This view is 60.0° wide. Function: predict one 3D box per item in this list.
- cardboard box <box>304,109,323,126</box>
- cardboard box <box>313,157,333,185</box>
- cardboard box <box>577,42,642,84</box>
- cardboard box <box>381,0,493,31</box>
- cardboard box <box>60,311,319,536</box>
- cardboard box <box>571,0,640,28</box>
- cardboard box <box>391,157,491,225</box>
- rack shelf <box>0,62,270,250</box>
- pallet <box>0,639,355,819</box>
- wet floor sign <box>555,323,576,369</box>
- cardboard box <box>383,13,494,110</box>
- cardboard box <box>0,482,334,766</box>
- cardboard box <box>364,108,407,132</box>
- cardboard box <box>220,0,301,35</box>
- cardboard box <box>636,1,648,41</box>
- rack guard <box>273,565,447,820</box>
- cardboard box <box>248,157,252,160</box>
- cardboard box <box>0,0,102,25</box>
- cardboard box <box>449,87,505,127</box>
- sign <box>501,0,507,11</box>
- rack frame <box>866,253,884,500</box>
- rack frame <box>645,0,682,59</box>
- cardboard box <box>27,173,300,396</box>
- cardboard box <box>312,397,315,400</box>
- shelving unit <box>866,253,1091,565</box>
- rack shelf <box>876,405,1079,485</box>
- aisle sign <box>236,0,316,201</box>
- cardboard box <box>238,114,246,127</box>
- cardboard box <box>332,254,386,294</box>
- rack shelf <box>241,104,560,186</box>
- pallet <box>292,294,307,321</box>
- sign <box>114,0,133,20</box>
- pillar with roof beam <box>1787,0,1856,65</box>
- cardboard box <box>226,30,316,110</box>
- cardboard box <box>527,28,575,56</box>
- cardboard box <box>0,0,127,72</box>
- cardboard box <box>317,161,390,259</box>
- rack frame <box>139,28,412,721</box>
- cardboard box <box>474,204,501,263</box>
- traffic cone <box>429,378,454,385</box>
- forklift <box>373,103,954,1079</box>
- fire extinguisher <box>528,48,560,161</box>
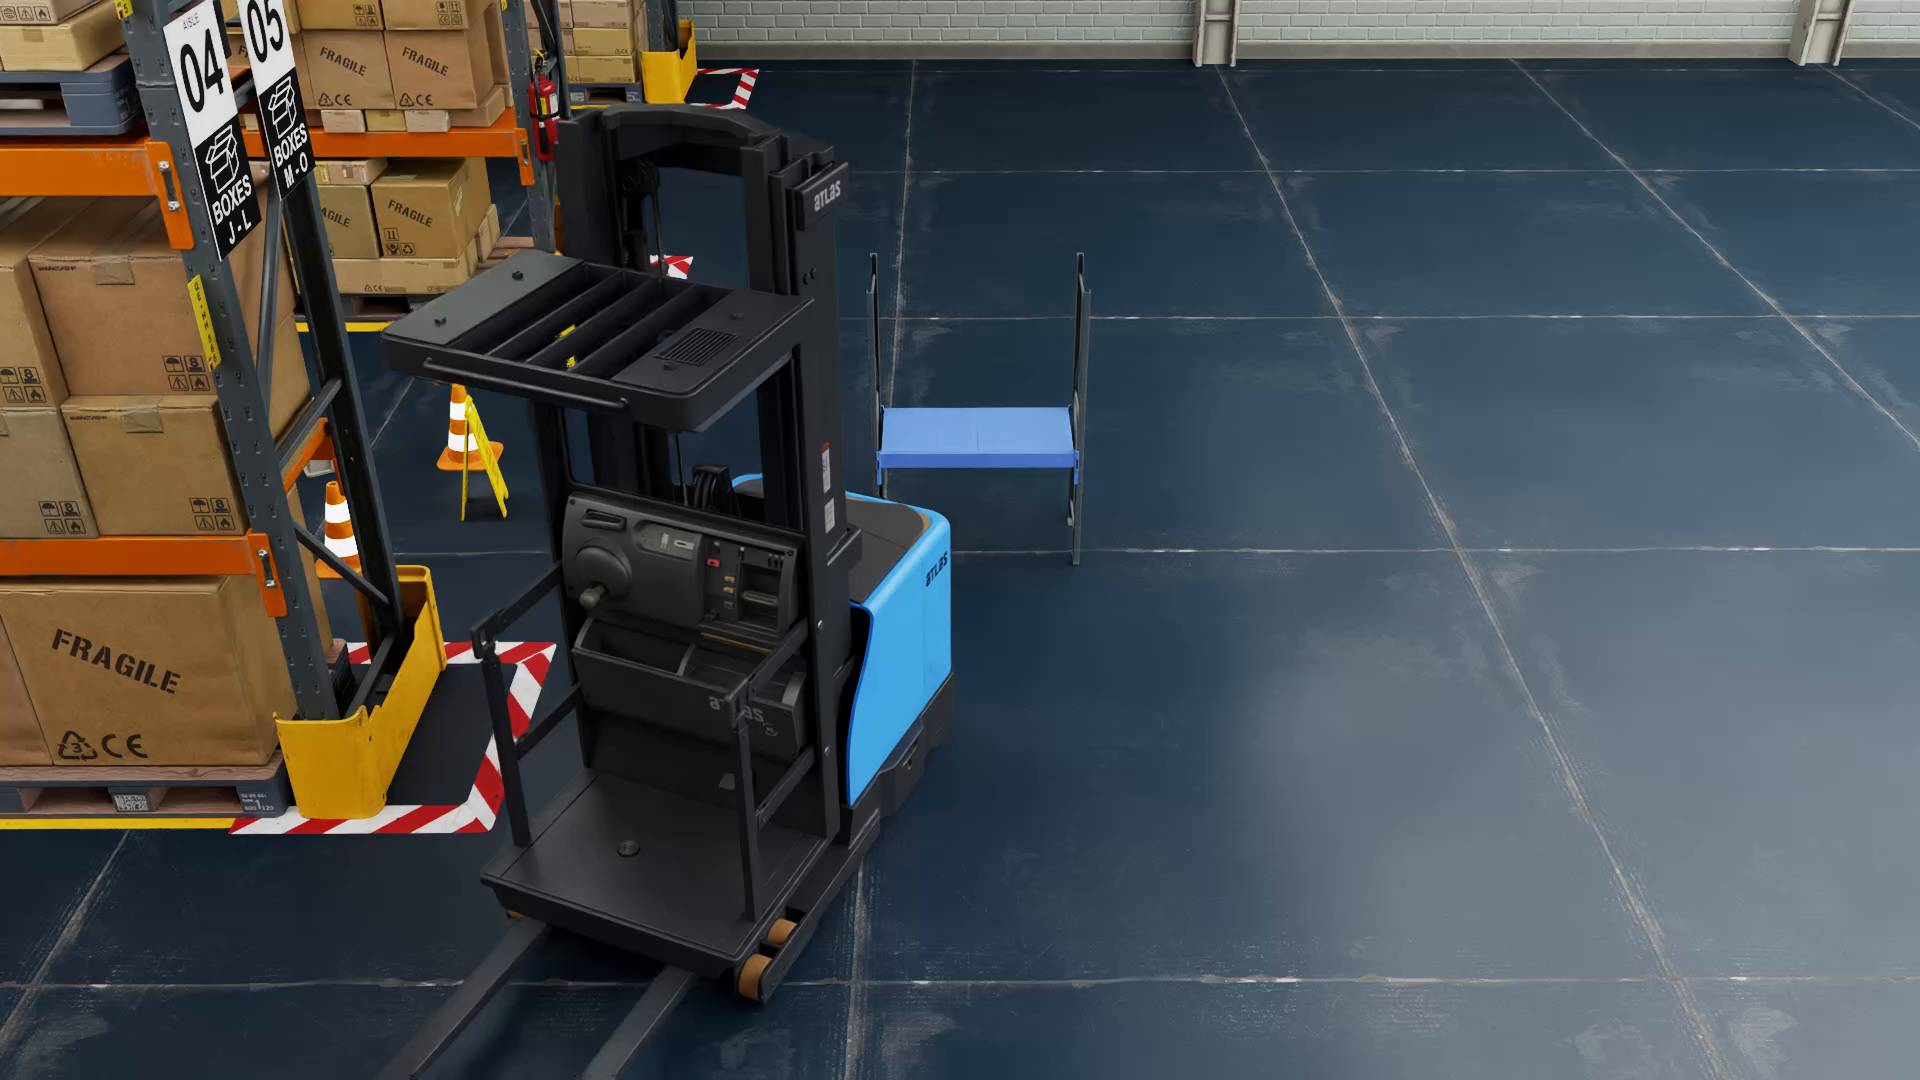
[{"bbox_3d":[-4.126,-2.790,10.699,0.250,0.149,0.380,0,31,0],"label":"cardboard box"},{"bbox_3d":[-4.147,-2.431,10.763,0.250,0.149,0.380,0,31,1],"label":"cardboard box"},{"bbox_3d":[-3.231,-4.415,15.381,0.500,0.250,0.500,0,31,0],"label":"cardboard box"},{"bbox_3d":[-3.239,-3.485,10.254,0.500,0.500,0.700,-1,31,-2],"label":"cardboard box"},{"bbox_3d":[-2.970,-0.474,6.495,0.550,0.550,0.875,0,31,0],"label":"cardboard box"},{"bbox_3d":[-3.222,-4.845,15.126,0.500,0.250,0.500,1,31,1],"label":"cardboard box"},{"bbox_3d":[-3.562,-2.467,11.448,0.500,0.500,0.500,-1,31,-2],"label":"cardboard box"},{"bbox_3d":[-4.599,-1.403,5.973,4.000,0.370,1.077,0,31,0],"label":"rack shelf"},{"bbox_3d":[-3.398,0.801,7.227,1.213,0.211,1.003,0,31,0],"label":"pallet"},{"bbox_3d":[-2.533,-1.441,10.503,0.232,0.644,0.267,10,33,17],"label":"wet floor sign"},{"bbox_3d":[-3.271,-3.027,10.465,0.500,0.500,0.500,-1,31,-1],"label":"cardboard box"},{"bbox_3d":[-3.277,0.331,6.957,0.875,0.875,0.875,0,31,0],"label":"cardboard box"},{"bbox_3d":[-3.612,-2.734,10.607,0.250,0.149,0.380,-1,31,-1],"label":"cardboard box"},{"bbox_3d":[-4.255,-3.432,10.168,0.500,0.500,0.700,-1,31,-1],"label":"cardboard box"},{"bbox_3d":[-3.235,-4.901,15.699,0.500,0.250,0.500,0,31,1],"label":"cardboard box"},{"bbox_3d":[-2.575,0.634,7.223,0.348,0.500,1.175,0,31,0],"label":"rack guard"},{"bbox_3d":[-4.586,-2.466,11.445,0.500,0.500,0.500,0,31,1],"label":"cardboard box"},{"bbox_3d":[-3.087,-1.856,5.382,0.500,0.250,0.500,0,31,0],"label":"cardboard box"},{"bbox_3d":[-3.102,-2.782,10.686,0.250,0.149,0.380,1,31,1],"label":"cardboard box"},{"bbox_3d":[-2.747,-3.344,9.949,0.005,0.325,0.100,0,31,0],"label":"sign"},{"bbox_3d":[-0.423,-0.640,8.359,0.032,1.500,0.500,0,31,0],"label":"rack frame"},{"bbox_3d":[-2.763,-5.577,15.050,0.127,3.000,1.000,0,31,0],"label":"rack frame"},{"bbox_3d":[-2.970,-0.979,6.287,0.550,0.550,0.875,0,31,0],"label":"cardboard box"},{"bbox_3d":[-4.028,-0.731,9.812,0.250,0.149,0.380,16,35,25],"label":"cardboard box"},{"bbox_3d":[0.085,-0.641,8.361,1.048,1.500,0.538,0,31,0],"label":"shelving unit"},{"bbox_3d":[0.085,-0.488,8.455,1.000,0.185,0.538,0,31,0],"label":"rack shelf"},{"bbox_3d":[-2.530,-1.702,6.157,0.004,0.787,0.394,0,31,0],"label":"aisle sign"},{"bbox_3d":[-4.631,-2.788,10.695,0.250,0.149,0.380,0,31,0],"label":"cardboard box"},{"bbox_3d":[-4.055,-1.866,11.180,0.500,0.250,0.500,0,31,0],"label":"cardboard box"},{"bbox_3d":[-4.730,-2.688,10.982,4.000,0.370,1.077,0,31,0],"label":"rack shelf"},{"bbox_3d":[-4.835,-1.823,11.551,1.213,0.211,1.003,0,31,0],"label":"pallet"},{"bbox_3d":[-2.610,-1.780,5.123,0.005,0.325,0.100,0,31,0],"label":"sign"},{"bbox_3d":[8.561,-6.411,10.642,0.400,9.000,9.100,0,31,0],"label":"pillar with roof beam"},{"bbox_3d":[-4.272,-3.028,10.466,0.500,0.500,0.500,0,31,-1],"label":"cardboard box"},{"bbox_3d":[-3.750,-4.635,15.261,0.500,0.250,0.500,0,31,-1],"label":"cardboard box"},{"bbox_3d":[-2.929,-1.655,5.435,0.250,0.149,0.380,0,31,0],"label":"cardboard box"},{"bbox_3d":[-4.051,-2.185,10.983,0.500,0.500,0.500,1,31,2],"label":"cardboard box"},{"bbox_3d":[-2.599,-0.435,6.575,0.127,3.000,1.000,0,31,0],"label":"rack frame"},{"bbox_3d":[-3.538,-2.147,11.643,0.500,0.250,0.500,0,31,-1],"label":"cardboard box"},{"bbox_3d":[-3.152,-1.247,10.359,0.334,0.463,0.336,0,31,0],"label":"traffic cone"},{"bbox_3d":[-1.072,0.157,5.666,1.130,2.935,3.031,13,33,20],"label":"forklift"},{"bbox_3d":[-2.613,-2.730,10.433,0.183,0.674,0.296,0,31,0],"label":"fire extinguisher"}]
